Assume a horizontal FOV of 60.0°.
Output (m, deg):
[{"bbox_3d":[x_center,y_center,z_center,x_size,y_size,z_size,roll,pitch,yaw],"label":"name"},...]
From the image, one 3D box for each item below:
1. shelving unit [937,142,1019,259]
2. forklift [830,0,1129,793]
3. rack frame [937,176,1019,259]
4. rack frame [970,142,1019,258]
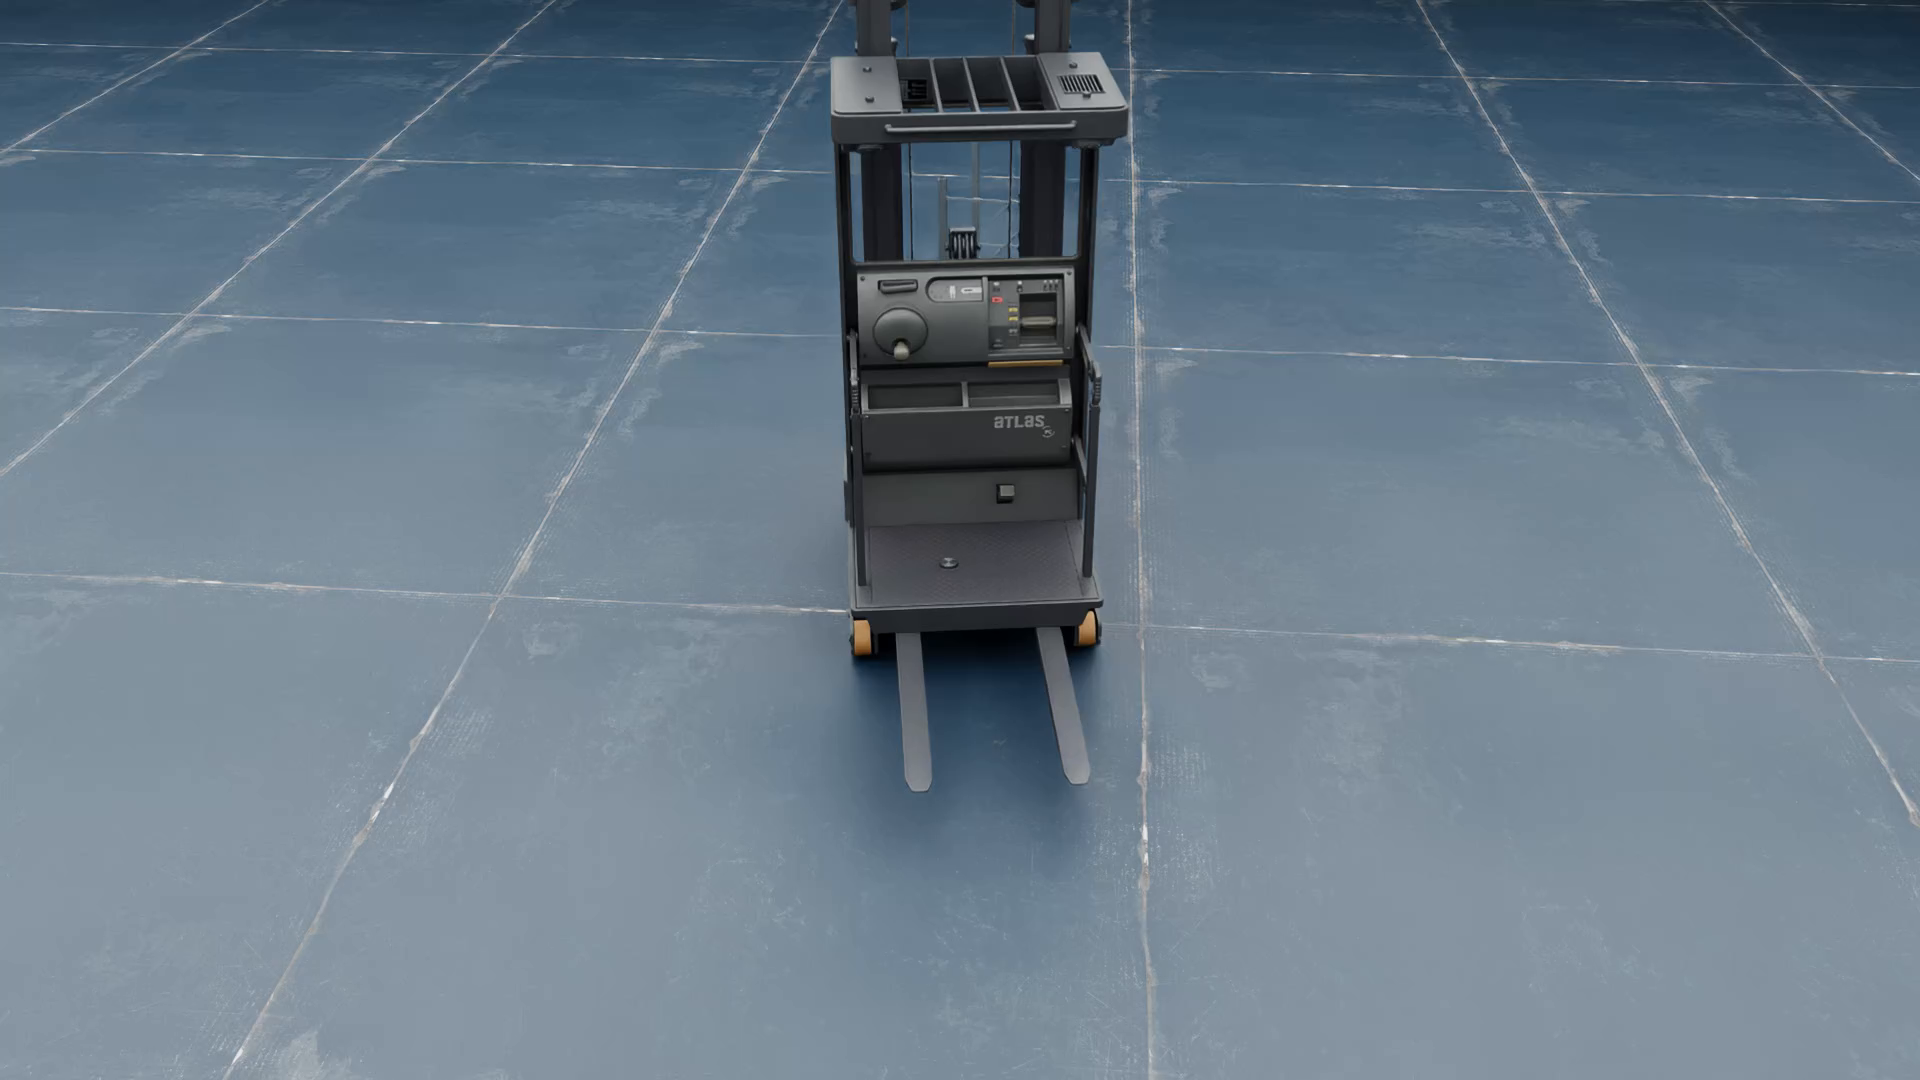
[{"bbox_3d":[0.220,-1.417,9.120,0.587,1.500,1.083,5,32,8],"label":"shelving unit"},{"bbox_3d":[0.045,-0.911,6.935,1.130,2.935,3.031,-2,32,-3],"label":"forklift"},{"bbox_3d":[0.136,-1.159,8.701,0.500,1.500,0.032,5,32,8],"label":"rack frame"},{"bbox_3d":[0.307,-1.684,9.554,0.500,1.500,0.032,5,32,8],"label":"rack frame"}]
